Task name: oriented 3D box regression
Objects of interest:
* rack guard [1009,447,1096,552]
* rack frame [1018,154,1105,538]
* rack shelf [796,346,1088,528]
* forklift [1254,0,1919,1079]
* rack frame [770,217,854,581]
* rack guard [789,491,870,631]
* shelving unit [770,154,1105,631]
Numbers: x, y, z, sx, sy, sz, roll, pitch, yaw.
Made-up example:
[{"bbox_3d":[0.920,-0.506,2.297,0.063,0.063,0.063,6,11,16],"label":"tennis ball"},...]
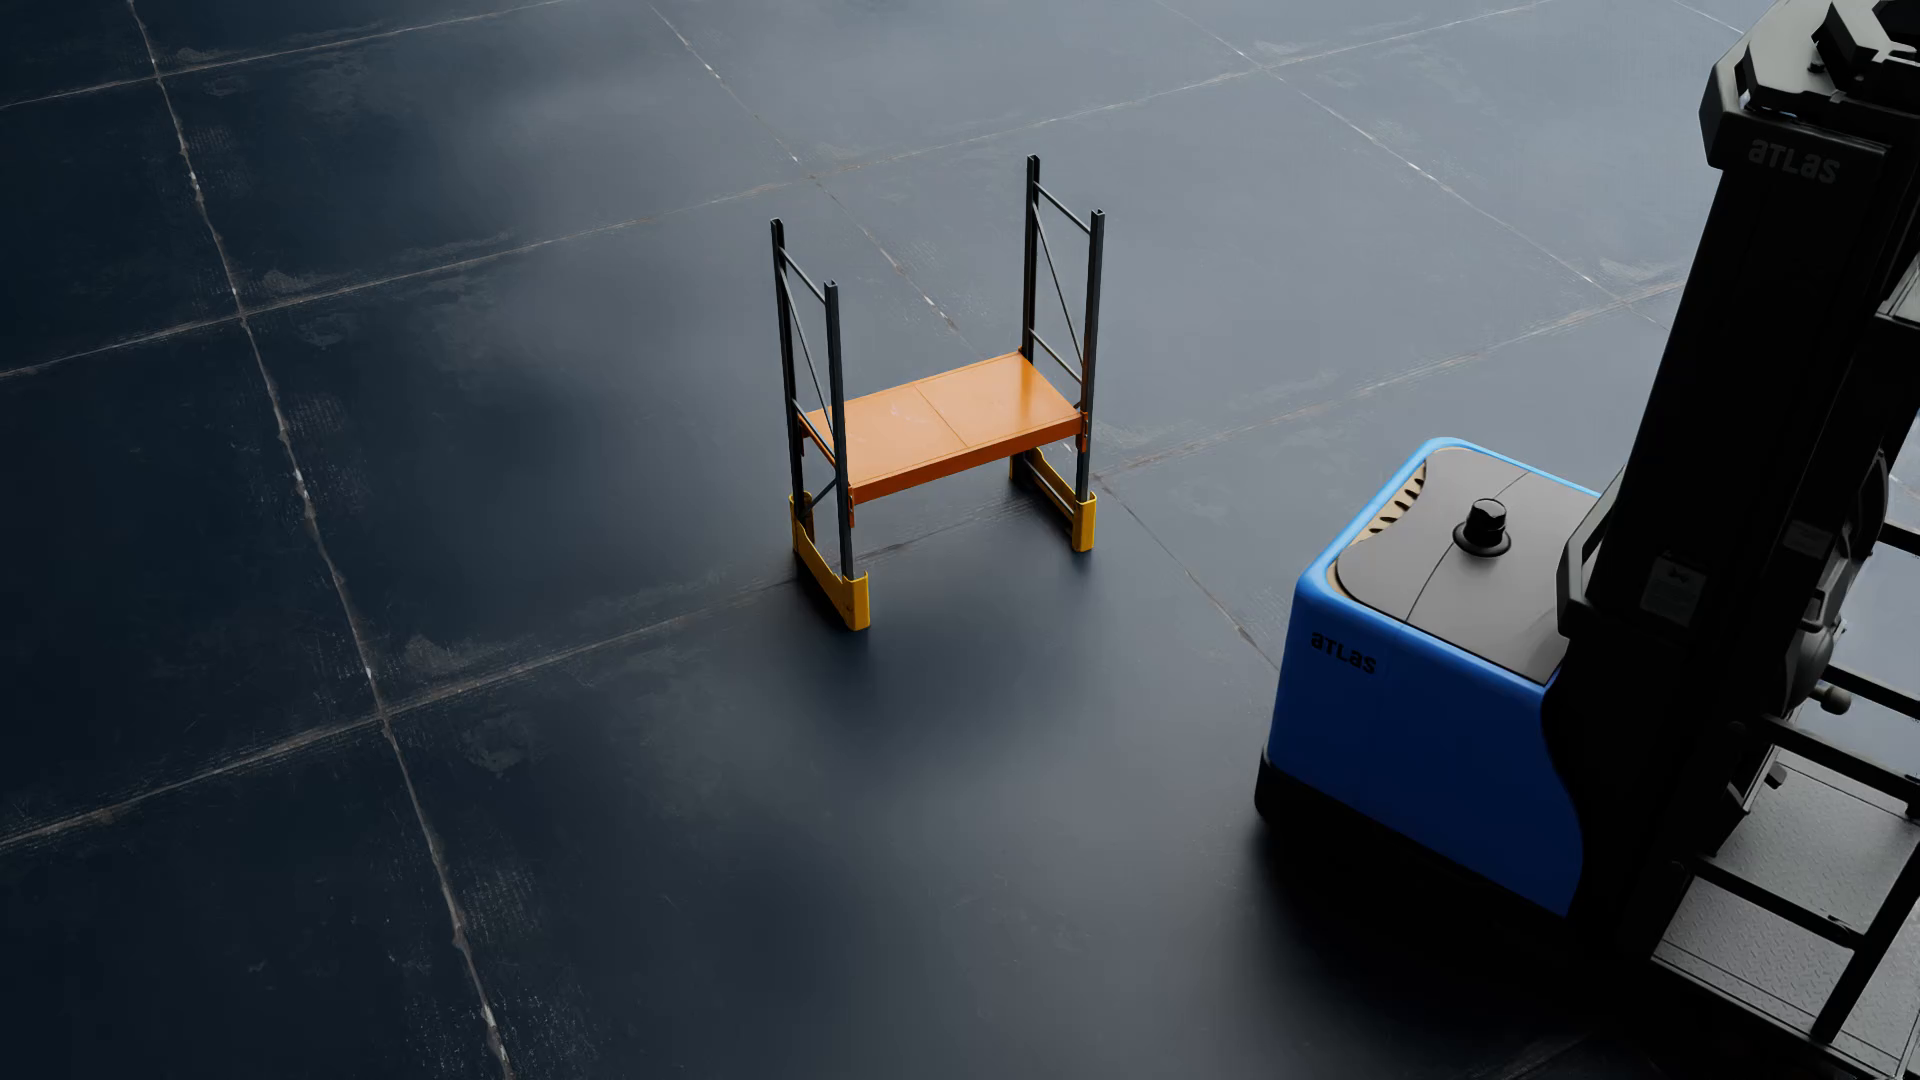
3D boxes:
[{"bbox_3d":[0.374,-0.221,6.818,0.087,0.250,0.587,-19,44,-21],"label":"rack guard"},{"bbox_3d":[0.375,-0.699,6.415,0.032,1.500,0.500,-19,44,-21],"label":"rack frame"},{"bbox_3d":[-0.076,-0.410,6.352,1.000,0.185,0.538,-19,44,-21],"label":"rack shelf"},{"bbox_3d":[2.468,0.161,4.292,3.031,2.935,1.130,26,47,28],"label":"forklift"},{"bbox_3d":[-0.527,-0.395,6.056,0.032,1.500,0.500,-19,44,-21],"label":"rack frame"},{"bbox_3d":[-0.509,0.076,6.467,0.087,0.250,0.587,-19,44,-21],"label":"rack guard"},{"bbox_3d":[-0.068,-0.550,6.239,1.083,1.500,0.587,-19,44,-21],"label":"shelving unit"}]
